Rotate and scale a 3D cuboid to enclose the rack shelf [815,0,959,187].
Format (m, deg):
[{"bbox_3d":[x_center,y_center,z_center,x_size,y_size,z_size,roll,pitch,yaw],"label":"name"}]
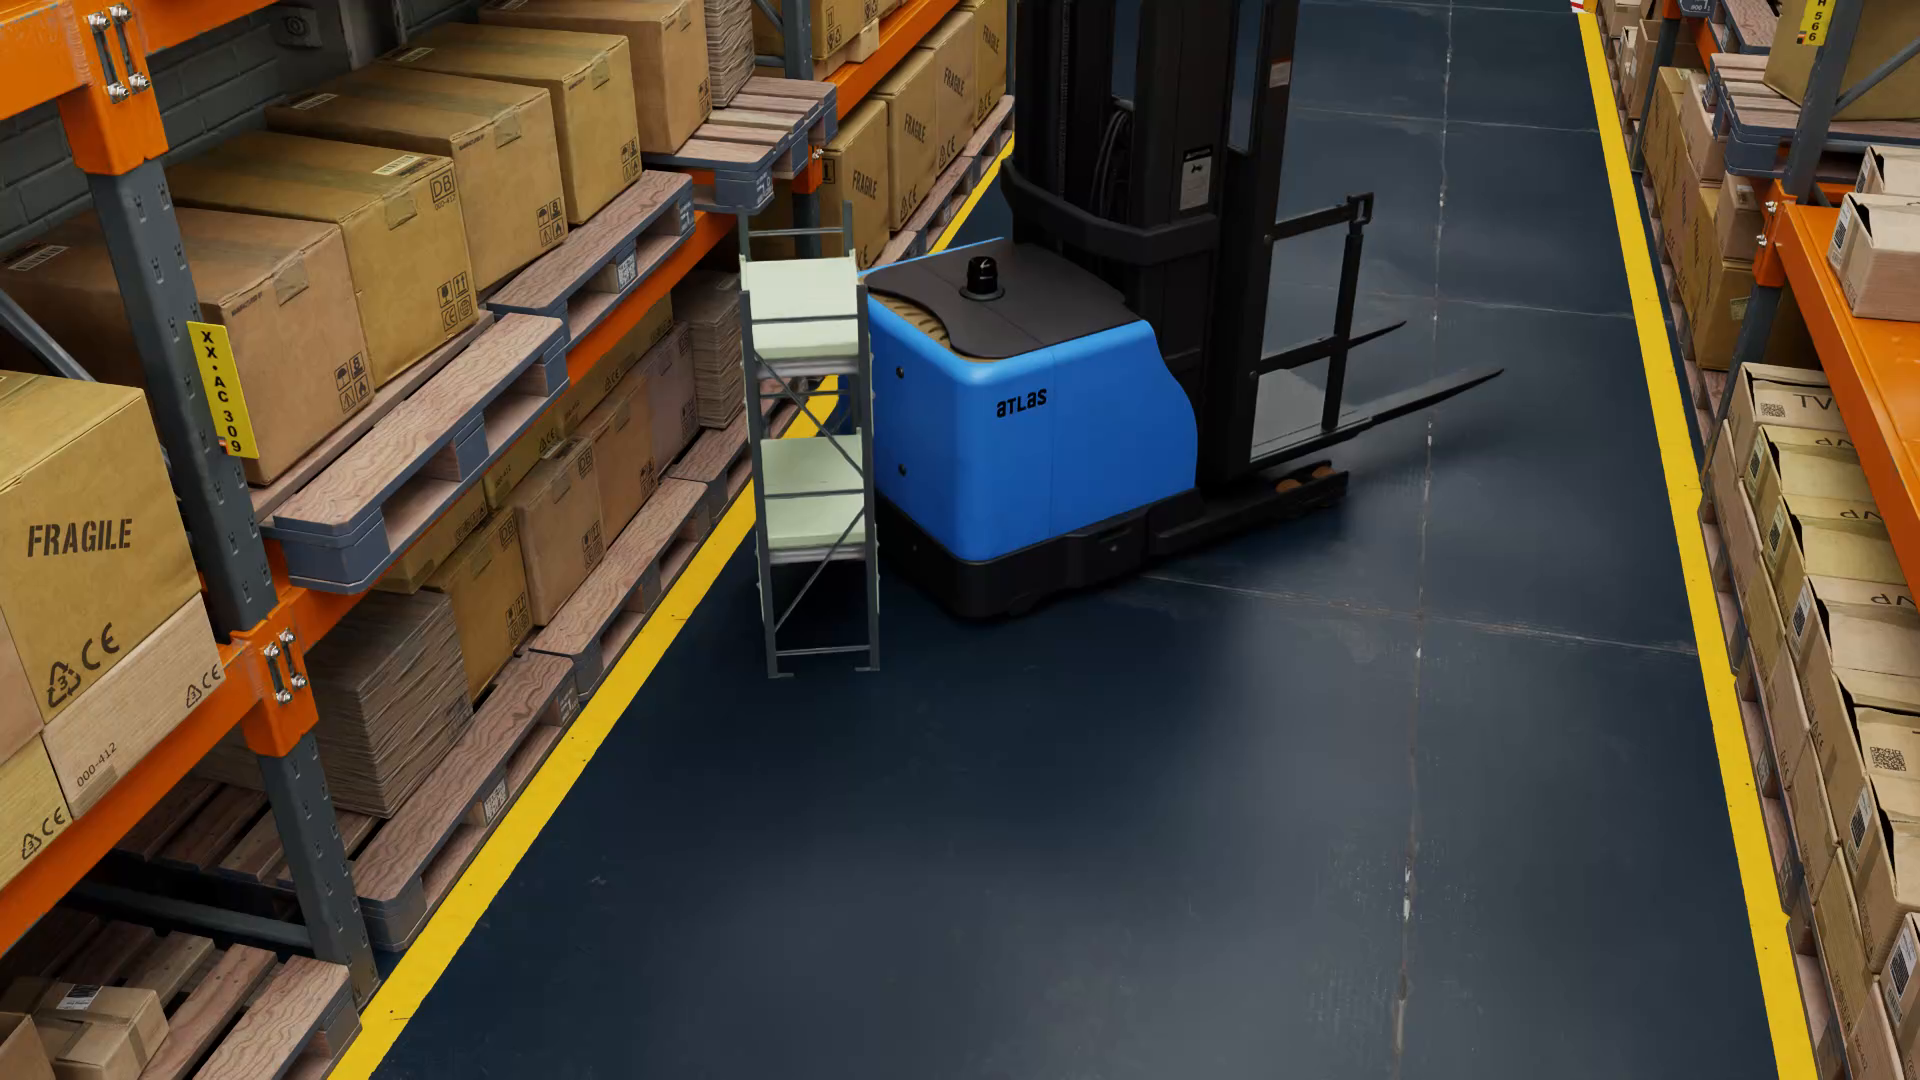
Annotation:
[{"bbox_3d":[-0.629,-2.842,9.095,1.077,0.370,4.000,8,33,12],"label":"rack shelf"}]

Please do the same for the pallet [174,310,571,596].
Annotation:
[{"bbox_3d":[-1.817,-0.328,4.648,1.003,0.211,1.213,8,33,12],"label":"pallet"}]

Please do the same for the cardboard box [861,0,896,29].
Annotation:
[{"bbox_3d":[-0.623,-2.772,7.925,0.500,0.500,0.500,9,34,14],"label":"cardboard box"}]

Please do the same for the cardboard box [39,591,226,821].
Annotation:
[{"bbox_3d":[-1.978,0.310,3.588,0.500,0.250,0.500,8,33,12],"label":"cardboard box"}]

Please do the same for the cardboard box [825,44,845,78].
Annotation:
[{"bbox_3d":[-0.756,-2.279,7.754,0.380,0.149,0.250,8,33,13],"label":"cardboard box"}]

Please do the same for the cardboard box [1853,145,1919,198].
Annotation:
[{"bbox_3d":[3.522,-1.215,5.948,0.500,0.311,0.500,10,34,15],"label":"cardboard box"}]

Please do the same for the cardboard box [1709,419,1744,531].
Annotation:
[{"bbox_3d":[3.239,-0.220,6.472,0.500,0.250,0.500,8,33,12],"label":"cardboard box"}]

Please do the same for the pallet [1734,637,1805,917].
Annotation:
[{"bbox_3d":[3.098,0.795,5.303,1.003,0.211,1.213,8,33,12],"label":"pallet"}]

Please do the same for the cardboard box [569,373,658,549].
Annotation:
[{"bbox_3d":[-1.610,-0.345,6.416,0.700,0.500,0.500,8,33,12],"label":"cardboard box"}]

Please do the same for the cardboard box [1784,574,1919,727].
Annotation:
[{"bbox_3d":[2.853,0.348,5.055,0.500,0.311,0.500,8,33,12],"label":"cardboard box"}]

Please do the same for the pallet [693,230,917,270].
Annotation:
[{"bbox_3d":[-0.863,-1.330,8.645,1.003,0.211,1.213,8,33,12],"label":"pallet"}]

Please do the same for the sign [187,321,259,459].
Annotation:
[{"bbox_3d":[-1.624,-0.327,3.662,0.100,0.325,0.005,8,33,12],"label":"sign"}]

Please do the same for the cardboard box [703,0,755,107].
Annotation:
[{"bbox_3d":[-1.246,-2.090,6.739,0.700,0.500,0.500,4,33,7],"label":"cardboard box"}]

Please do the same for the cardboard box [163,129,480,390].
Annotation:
[{"bbox_3d":[-1.840,-0.808,4.722,0.700,0.500,0.500,11,34,17],"label":"cardboard box"}]

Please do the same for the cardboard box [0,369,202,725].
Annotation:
[{"bbox_3d":[-1.972,-0.006,3.386,0.500,0.500,0.500,8,33,12],"label":"cardboard box"}]

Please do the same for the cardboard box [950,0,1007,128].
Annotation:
[{"bbox_3d":[-0.160,-3.098,10.440,0.750,0.750,0.750,8,33,13],"label":"cardboard box"}]

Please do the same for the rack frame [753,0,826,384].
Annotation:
[{"bbox_3d":[-1.136,-2.108,7.269,1.000,3.000,0.127,8,33,12],"label":"rack frame"}]

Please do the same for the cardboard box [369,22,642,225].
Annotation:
[{"bbox_3d":[-1.540,-1.441,5.717,0.700,0.500,0.500,8,33,12],"label":"cardboard box"}]

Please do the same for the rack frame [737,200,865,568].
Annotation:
[{"bbox_3d":[-0.578,-0.541,6.203,0.400,1.500,0.023,-4,33,-6],"label":"rack frame"}]

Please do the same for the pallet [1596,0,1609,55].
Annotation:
[{"bbox_3d":[5.466,-3.956,12.777,1.003,0.211,1.213,8,33,12],"label":"pallet"}]

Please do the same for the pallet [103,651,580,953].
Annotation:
[{"bbox_3d":[-1.955,0.741,5.388,1.003,0.211,1.213,8,33,12],"label":"pallet"}]

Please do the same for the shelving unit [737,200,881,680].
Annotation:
[{"bbox_3d":[-0.533,-0.346,5.897,0.431,1.500,0.755,-4,33,-6],"label":"shelving unit"}]

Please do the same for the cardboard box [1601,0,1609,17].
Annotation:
[{"bbox_3d":[5.147,-4.109,12.570,0.500,0.250,0.500,8,33,12],"label":"cardboard box"}]

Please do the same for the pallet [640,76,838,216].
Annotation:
[{"bbox_3d":[-1.214,-1.642,6.716,1.213,0.211,1.003,8,33,12],"label":"pallet"}]

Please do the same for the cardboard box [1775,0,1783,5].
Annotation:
[{"bbox_3d":[4.283,-2.805,7.882,0.700,0.500,0.500,0,32,0],"label":"cardboard box"}]

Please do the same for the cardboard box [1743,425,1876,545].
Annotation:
[{"bbox_3d":[3.114,-0.183,5.891,0.500,0.311,0.500,7,33,11],"label":"cardboard box"}]

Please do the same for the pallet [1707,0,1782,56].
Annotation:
[{"bbox_3d":[4.145,-2.364,7.851,1.003,0.211,1.213,8,33,12],"label":"pallet"}]

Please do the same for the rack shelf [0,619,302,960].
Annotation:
[{"bbox_3d":[-2.659,1.310,2.565,1.077,0.370,4.000,8,33,12],"label":"rack shelf"}]

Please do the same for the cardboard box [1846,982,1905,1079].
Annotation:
[{"bbox_3d":[2.466,1.369,3.972,0.500,0.250,0.500,8,33,12],"label":"cardboard box"}]

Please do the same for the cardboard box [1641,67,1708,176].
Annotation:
[{"bbox_3d":[4.313,-2.424,9.687,0.500,0.500,0.500,7,33,10],"label":"cardboard box"}]

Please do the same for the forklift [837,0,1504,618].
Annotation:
[{"bbox_3d":[1.021,-1.541,6.442,3.031,2.935,1.130,-19,37,-27],"label":"forklift"}]

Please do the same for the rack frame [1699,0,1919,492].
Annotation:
[{"bbox_3d":[3.656,-1.435,6.212,1.000,3.000,0.127,8,33,12],"label":"rack frame"}]

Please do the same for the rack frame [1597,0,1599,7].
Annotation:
[{"bbox_3d":[5.687,-5.587,12.742,1.000,3.000,0.127,8,33,12],"label":"rack frame"}]

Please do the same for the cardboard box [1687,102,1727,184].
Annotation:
[{"bbox_3d":[3.932,-1.961,8.260,0.500,0.250,0.500,7,33,11],"label":"cardboard box"}]

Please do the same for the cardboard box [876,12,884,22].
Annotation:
[{"bbox_3d":[-0.605,-2.688,8.399,0.380,0.149,0.250,9,33,13],"label":"cardboard box"}]

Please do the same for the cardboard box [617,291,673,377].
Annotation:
[{"bbox_3d":[-1.474,-0.887,6.570,0.500,0.250,0.500,9,33,13],"label":"cardboard box"}]

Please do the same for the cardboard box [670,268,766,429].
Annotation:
[{"bbox_3d":[-1.268,-0.858,7.223,0.700,0.500,0.500,8,33,13],"label":"cardboard box"}]

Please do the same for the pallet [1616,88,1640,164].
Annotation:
[{"bbox_3d":[4.847,-2.690,10.785,1.003,0.211,1.213,8,33,12],"label":"pallet"}]

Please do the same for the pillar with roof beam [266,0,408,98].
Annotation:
[{"bbox_3d":[1.861,-3.496,3.862,9.100,9.000,0.400,8,33,12],"label":"pillar with roof beam"}]

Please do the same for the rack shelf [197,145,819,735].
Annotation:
[{"bbox_3d":[-1.644,-0.766,5.830,1.077,0.370,4.000,8,33,12],"label":"rack shelf"}]

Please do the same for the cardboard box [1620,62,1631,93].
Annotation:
[{"bbox_3d":[4.579,-3.030,10.968,0.380,0.149,0.250,8,33,12],"label":"cardboard box"}]

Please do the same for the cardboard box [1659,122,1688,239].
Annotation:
[{"bbox_3d":[4.054,-1.887,8.842,0.500,0.500,0.500,8,33,13],"label":"cardboard box"}]

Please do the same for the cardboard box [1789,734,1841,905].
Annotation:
[{"bbox_3d":[2.726,0.841,4.802,0.500,0.250,0.500,9,33,13],"label":"cardboard box"}]

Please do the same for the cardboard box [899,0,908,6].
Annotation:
[{"bbox_3d":[-0.450,-2.947,8.805,0.380,0.149,0.250,8,33,13],"label":"cardboard box"}]

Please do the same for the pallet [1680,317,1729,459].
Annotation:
[{"bbox_3d":[3.882,-0.641,7.561,1.003,0.211,1.213,8,33,12],"label":"pallet"}]

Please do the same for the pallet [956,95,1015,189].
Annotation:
[{"bbox_3d":[-0.244,-2.596,10.637,1.003,0.211,1.213,8,33,12],"label":"pallet"}]

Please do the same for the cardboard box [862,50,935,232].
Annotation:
[{"bbox_3d":[-0.594,-2.195,9.019,0.750,0.750,0.750,8,33,12],"label":"cardboard box"}]

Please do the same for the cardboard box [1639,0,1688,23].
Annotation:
[{"bbox_3d":[5.143,-3.619,11.563,0.797,0.503,0.637,8,33,12],"label":"cardboard box"}]

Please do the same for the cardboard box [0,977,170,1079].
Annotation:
[{"bbox_3d":[-2.258,1.260,4.203,0.380,0.166,0.250,4,33,6],"label":"cardboard box"}]

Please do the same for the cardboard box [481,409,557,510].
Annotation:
[{"bbox_3d":[-1.744,-0.363,5.746,0.500,0.250,0.500,7,33,11],"label":"cardboard box"}]

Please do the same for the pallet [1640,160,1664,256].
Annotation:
[{"bbox_3d":[4.502,-1.907,9.553,1.003,0.211,1.213,8,33,12],"label":"pallet"}]

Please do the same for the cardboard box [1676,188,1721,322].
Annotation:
[{"bbox_3d":[3.798,-1.352,8.000,0.500,0.500,0.500,7,33,11],"label":"cardboard box"}]

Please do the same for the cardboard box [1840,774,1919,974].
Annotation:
[{"bbox_3d":[2.593,0.867,4.239,0.500,0.311,0.500,9,34,14],"label":"cardboard box"}]

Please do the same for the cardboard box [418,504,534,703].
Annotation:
[{"bbox_3d":[-1.898,0.178,5.594,0.700,0.500,0.500,7,33,11],"label":"cardboard box"}]

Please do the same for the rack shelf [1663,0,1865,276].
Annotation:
[{"bbox_3d":[4.164,-2.169,8.037,1.077,0.370,4.000,8,33,12],"label":"rack shelf"}]

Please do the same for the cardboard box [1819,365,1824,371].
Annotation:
[{"bbox_3d":[4.176,-1.036,7.503,0.500,0.500,0.500,7,33,11],"label":"cardboard box"}]

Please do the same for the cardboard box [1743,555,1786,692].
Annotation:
[{"bbox_3d":[2.987,0.311,5.636,0.500,0.250,0.500,7,33,11],"label":"cardboard box"}]

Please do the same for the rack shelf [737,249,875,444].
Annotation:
[{"bbox_3d":[-0.533,-0.676,5.687,0.431,0.370,0.720,-4,33,-6],"label":"rack shelf"}]
